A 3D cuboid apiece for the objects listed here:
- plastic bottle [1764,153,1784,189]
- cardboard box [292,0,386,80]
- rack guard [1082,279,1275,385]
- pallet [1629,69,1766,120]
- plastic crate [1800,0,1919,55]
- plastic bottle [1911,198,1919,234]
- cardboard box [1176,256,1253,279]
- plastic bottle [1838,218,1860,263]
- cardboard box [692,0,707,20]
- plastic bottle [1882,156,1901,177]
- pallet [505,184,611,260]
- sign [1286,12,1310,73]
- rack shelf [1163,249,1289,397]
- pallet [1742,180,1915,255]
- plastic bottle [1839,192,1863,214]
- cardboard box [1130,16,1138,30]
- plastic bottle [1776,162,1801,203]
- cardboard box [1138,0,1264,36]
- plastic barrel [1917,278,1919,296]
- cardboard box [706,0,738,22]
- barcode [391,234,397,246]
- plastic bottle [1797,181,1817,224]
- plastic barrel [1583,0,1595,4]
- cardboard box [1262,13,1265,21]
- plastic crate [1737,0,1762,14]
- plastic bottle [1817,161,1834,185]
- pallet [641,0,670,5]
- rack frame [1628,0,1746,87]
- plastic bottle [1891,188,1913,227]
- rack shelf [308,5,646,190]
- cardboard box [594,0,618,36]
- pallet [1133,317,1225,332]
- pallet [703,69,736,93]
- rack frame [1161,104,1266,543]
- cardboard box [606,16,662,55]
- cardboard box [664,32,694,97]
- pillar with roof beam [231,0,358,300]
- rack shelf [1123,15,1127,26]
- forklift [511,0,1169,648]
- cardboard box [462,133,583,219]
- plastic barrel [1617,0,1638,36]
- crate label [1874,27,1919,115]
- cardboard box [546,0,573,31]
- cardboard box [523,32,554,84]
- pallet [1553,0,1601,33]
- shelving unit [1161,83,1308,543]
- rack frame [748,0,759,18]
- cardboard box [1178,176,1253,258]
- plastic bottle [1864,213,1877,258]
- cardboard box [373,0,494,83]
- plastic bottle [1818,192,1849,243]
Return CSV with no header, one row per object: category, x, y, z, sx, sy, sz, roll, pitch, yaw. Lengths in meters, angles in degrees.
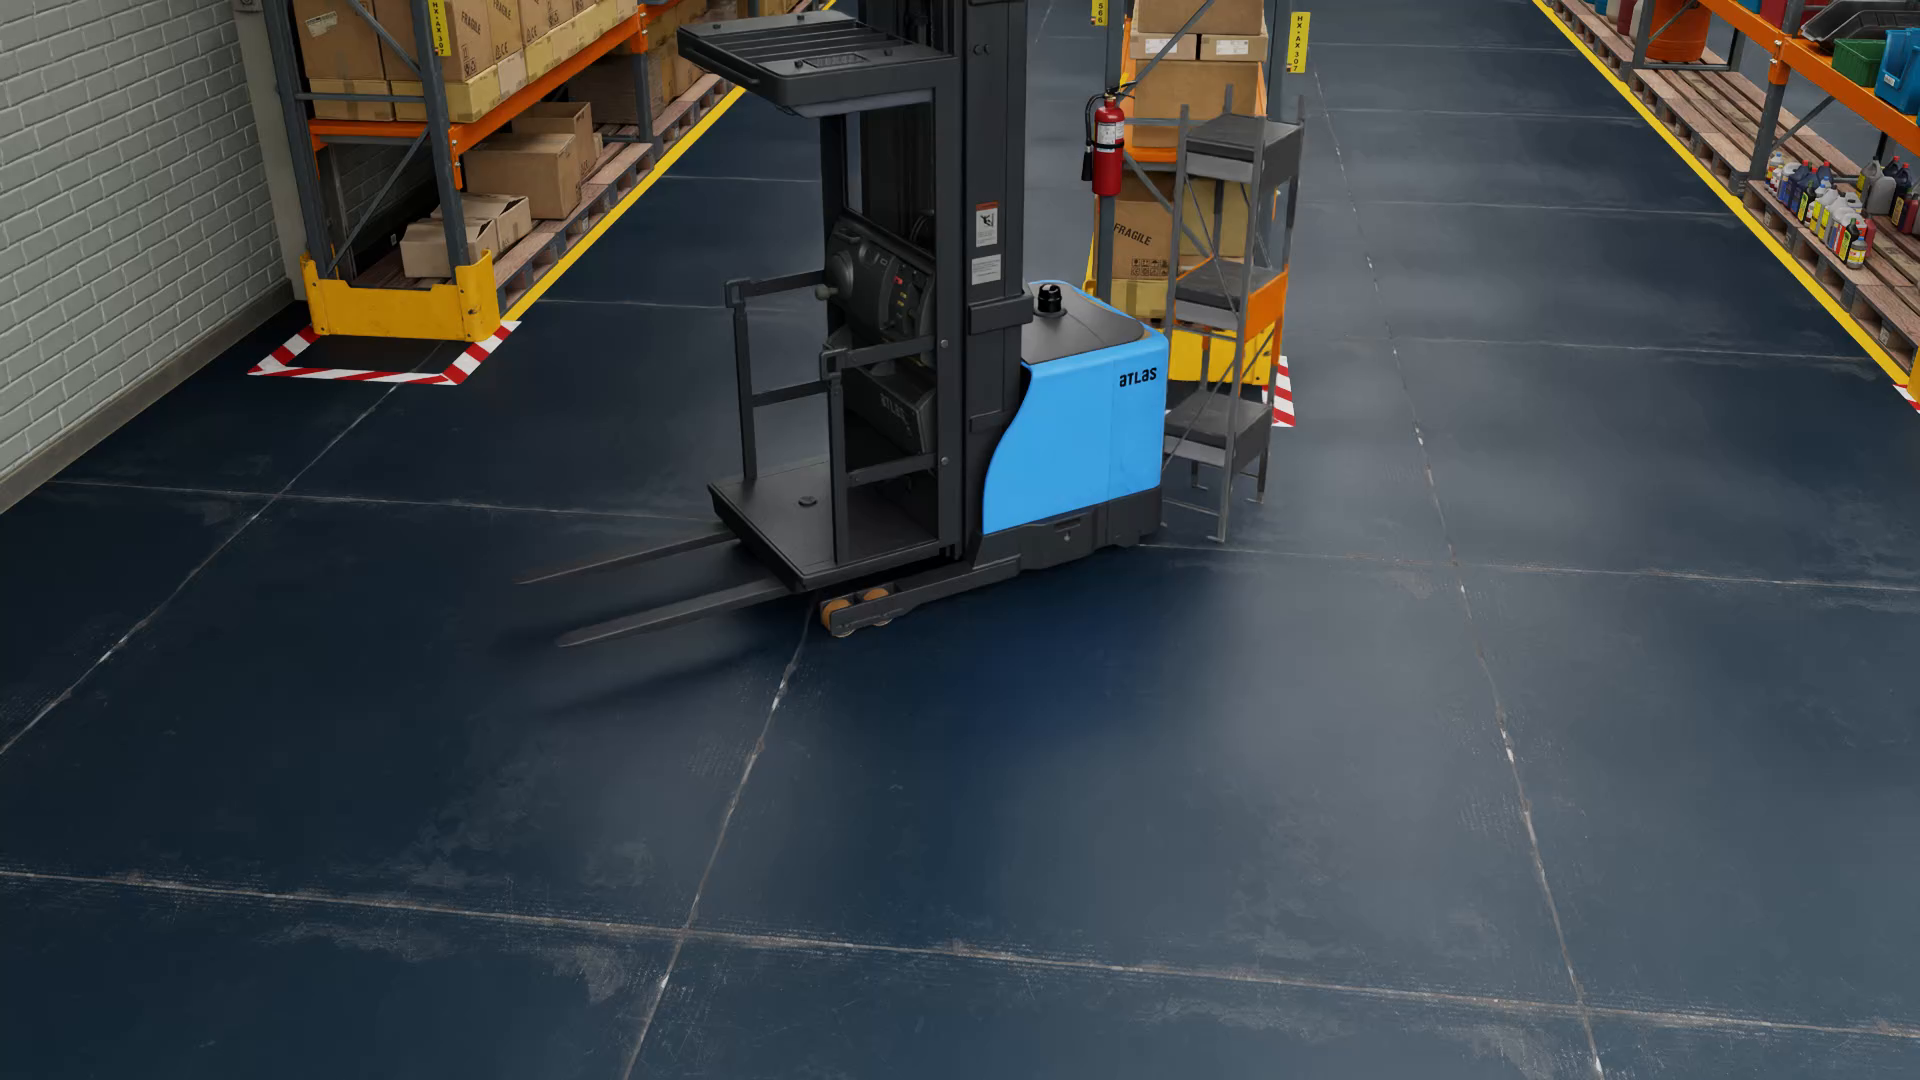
plastic bottle,6.253,-2.833,12.759,0.097,0.271,0.097,0,28,0
cardboard box,-3.749,-3.165,10.309,0.500,0.500,0.500,3,28,6
rack guard,1.318,-1.260,10.062,1.175,0.500,0.348,3,28,6
pallet,7.084,-4.258,15.931,1.003,0.211,1.213,3,28,6
plastic crate,6.536,-3.699,12.018,0.767,0.338,0.504,3,28,6
plastic bottle,6.847,-2.321,11.803,0.152,0.276,0.135,4,29,7
cardboard box,1.608,-1.586,10.487,0.500,0.250,0.500,3,28,6
plastic bottle,6.023,-2.026,11.248,0.061,0.283,0.133,4,29,7
cardboard box,-2.784,-5.240,16.195,0.500,0.250,0.500,4,29,7
plastic bottle,6.934,-2.673,12.377,0.144,0.351,0.185,3,28,5
pallet,-3.300,-2.419,12.517,1.003,0.211,1.213,3,28,6
sign,1.871,-2.753,9.200,0.100,0.325,0.005,3,28,6
rack shelf,1.275,-1.051,8.006,0.431,0.518,0.480,17,32,27
pallet,6.603,-2.424,12.526,1.003,0.211,1.213,3,28,6
plastic bottle,6.291,-2.318,11.798,0.152,0.276,0.135,3,28,6
cardboard box,1.210,-3.015,9.895,0.380,0.149,0.250,4,29,7
plastic bottle,6.240,-2.681,12.472,0.152,0.276,0.135,4,29,8
cardboard box,1.398,-3.231,9.611,0.700,0.500,0.500,3,29,6
plastic barrel,6.303,-1.722,10.464,0.421,0.512,0.421,0,28,0
cardboard box,-2.652,-5.175,16.864,0.700,0.500,0.500,4,29,7
barcode,-3.816,-2.024,11.206,0.001,0.075,0.075,3,28,6
plastic bottle,6.131,-2.443,12.022,0.061,0.283,0.133,5,29,8
plastic barrel,7.624,-6.737,19.361,0.600,0.901,0.708,3,28,6
cardboard box,1.645,-3.115,10.080,0.380,0.149,0.250,3,29,6
plastic crate,6.553,-4.495,13.448,0.392,0.384,0.575,3,28,6
plastic bottle,6.359,-2.628,12.295,0.144,0.351,0.185,3,28,6
pallet,-2.867,-4.808,14.213,1.003,0.211,1.213,3,28,6
rack frame,7.217,-5.848,15.942,1.000,3.000,0.127,3,28,6
plastic bottle,6.766,-2.394,11.932,0.061,0.283,0.133,3,28,6
rack shelf,-3.351,-3.283,11.939,1.077,0.370,4.000,3,28,6
cardboard box,-2.932,-4.009,12.666,0.500,0.250,0.500,3,29,6
pallet,1.373,-1.507,10.824,1.003,0.211,1.213,3,28,6
pallet,-2.713,-4.828,16.989,1.003,0.211,1.213,3,28,6
rack frame,1.147,-0.967,7.816,0.400,2.100,0.015,17,32,27
cardboard box,-2.981,-4.519,14.856,0.500,0.250,0.500,3,28,5
cardboard box,-2.916,-4.465,15.547,0.700,0.500,0.500,4,29,7
pillar with roof beam,-0.096,-5.429,8.838,9.100,9.000,0.400,3,28,6
rack shelf,2.056,-4.879,14.903,1.077,0.370,4.000,3,28,6
forklift,-0.540,-1.142,7.280,3.031,2.935,1.130,-15,32,-26
cardboard box,-3.212,-2.682,12.238,0.700,0.500,0.500,2,28,3
plastic barrel,7.398,-5.734,17.830,0.600,0.588,0.708,3,28,6
crate label,6.194,-2.980,10.581,0.502,0.435,0.616,3,28,6
cardboard box,-3.047,-3.857,11.592,0.500,0.500,0.500,4,29,8
cardboard box,-3.103,-3.297,11.343,0.500,0.250,0.500,3,28,5
pallet,7.571,-6.142,19.429,1.003,0.211,1.213,3,28,6
shelving unit,1.275,-1.063,8.000,0.431,2.100,0.503,17,32,27
rack frame,-2.615,-6.424,17.011,1.000,3.000,0.127,3,28,6
cardboard box,1.667,-2.151,10.746,0.500,0.500,0.500,3,28,6
plastic bottle,6.191,-2.081,11.350,0.061,0.283,0.133,3,28,6
cardboard box,-3.239,-3.138,10.258,0.500,0.500,0.500,3,28,6
plastic bottle,6.118,-2.260,11.612,0.144,0.351,0.185,5,29,8
